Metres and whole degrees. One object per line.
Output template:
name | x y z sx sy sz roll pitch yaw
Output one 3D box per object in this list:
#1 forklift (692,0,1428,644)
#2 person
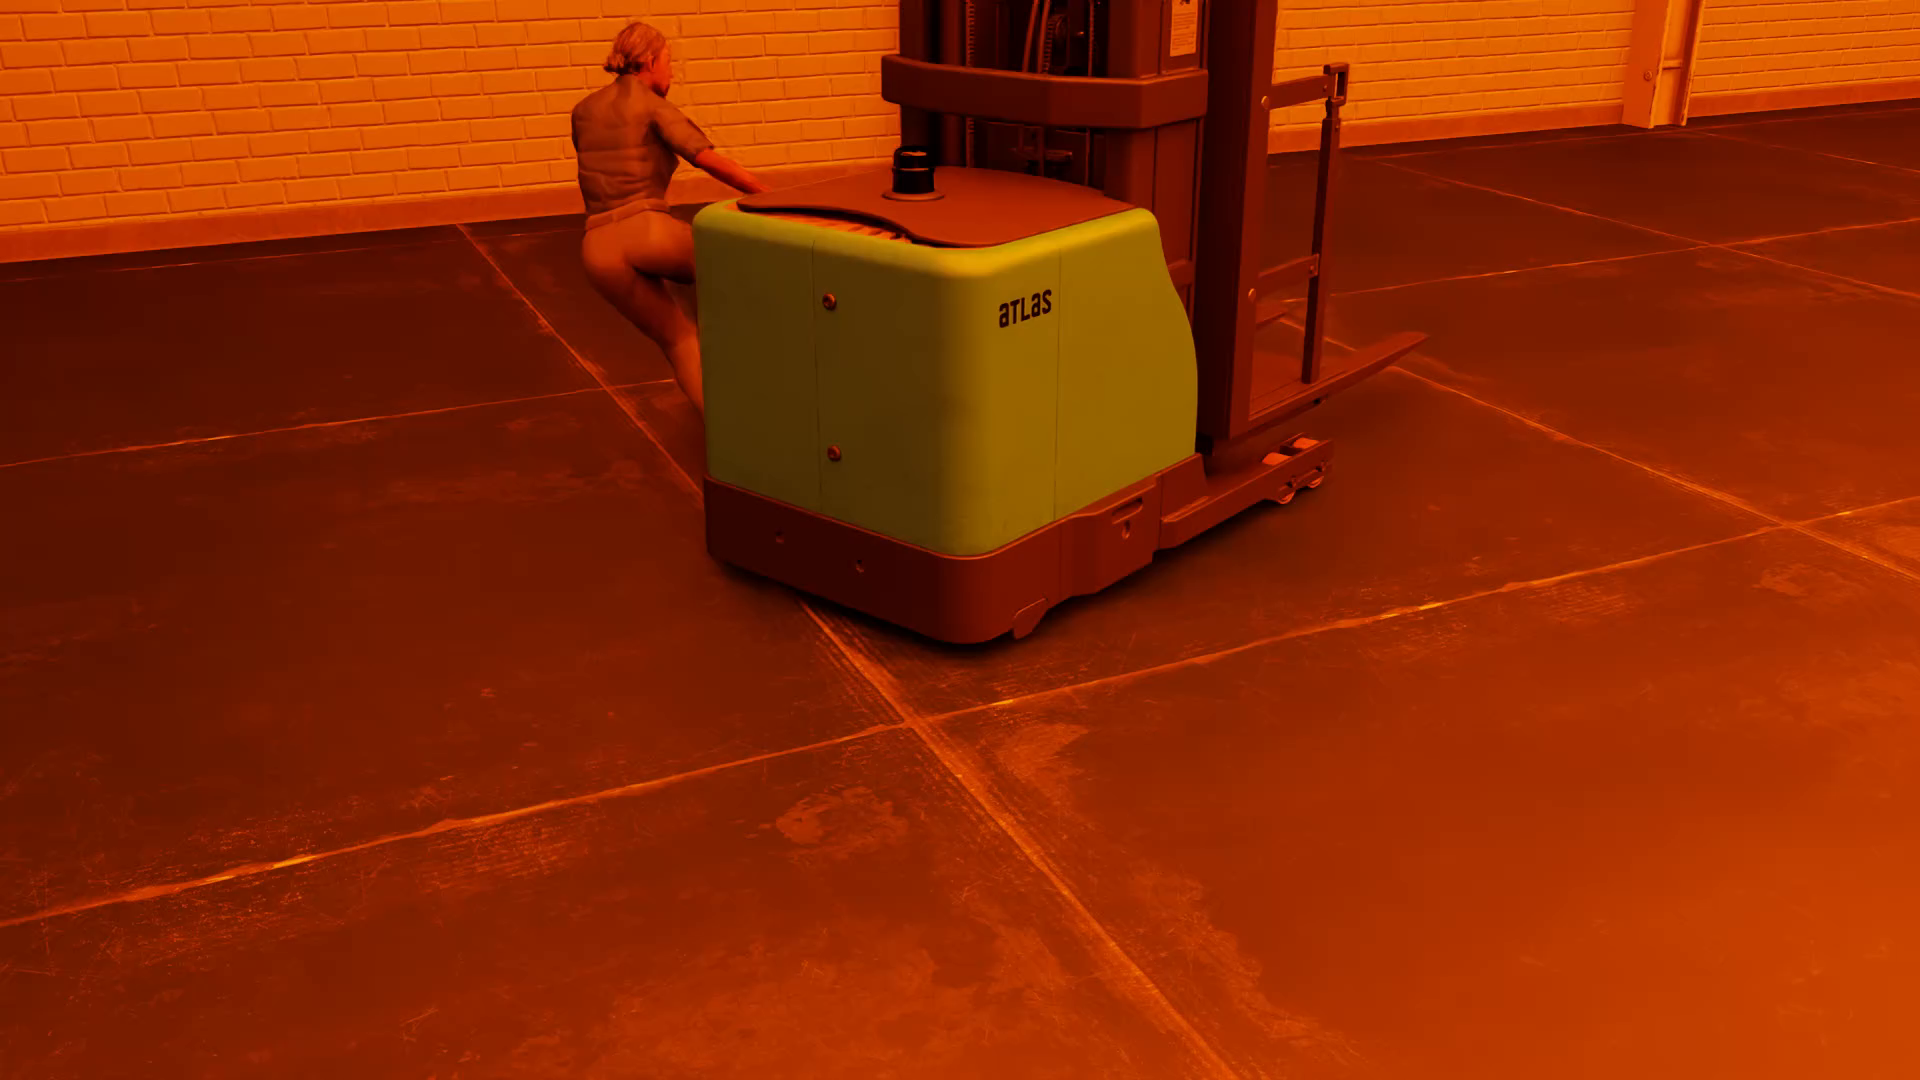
forklift | 0.589 -1.578 5.084 1.130 2.935 3.031 18 28 36
person | -0.952 -1.050 5.785 0.899 1.427 0.838 4 23 10
